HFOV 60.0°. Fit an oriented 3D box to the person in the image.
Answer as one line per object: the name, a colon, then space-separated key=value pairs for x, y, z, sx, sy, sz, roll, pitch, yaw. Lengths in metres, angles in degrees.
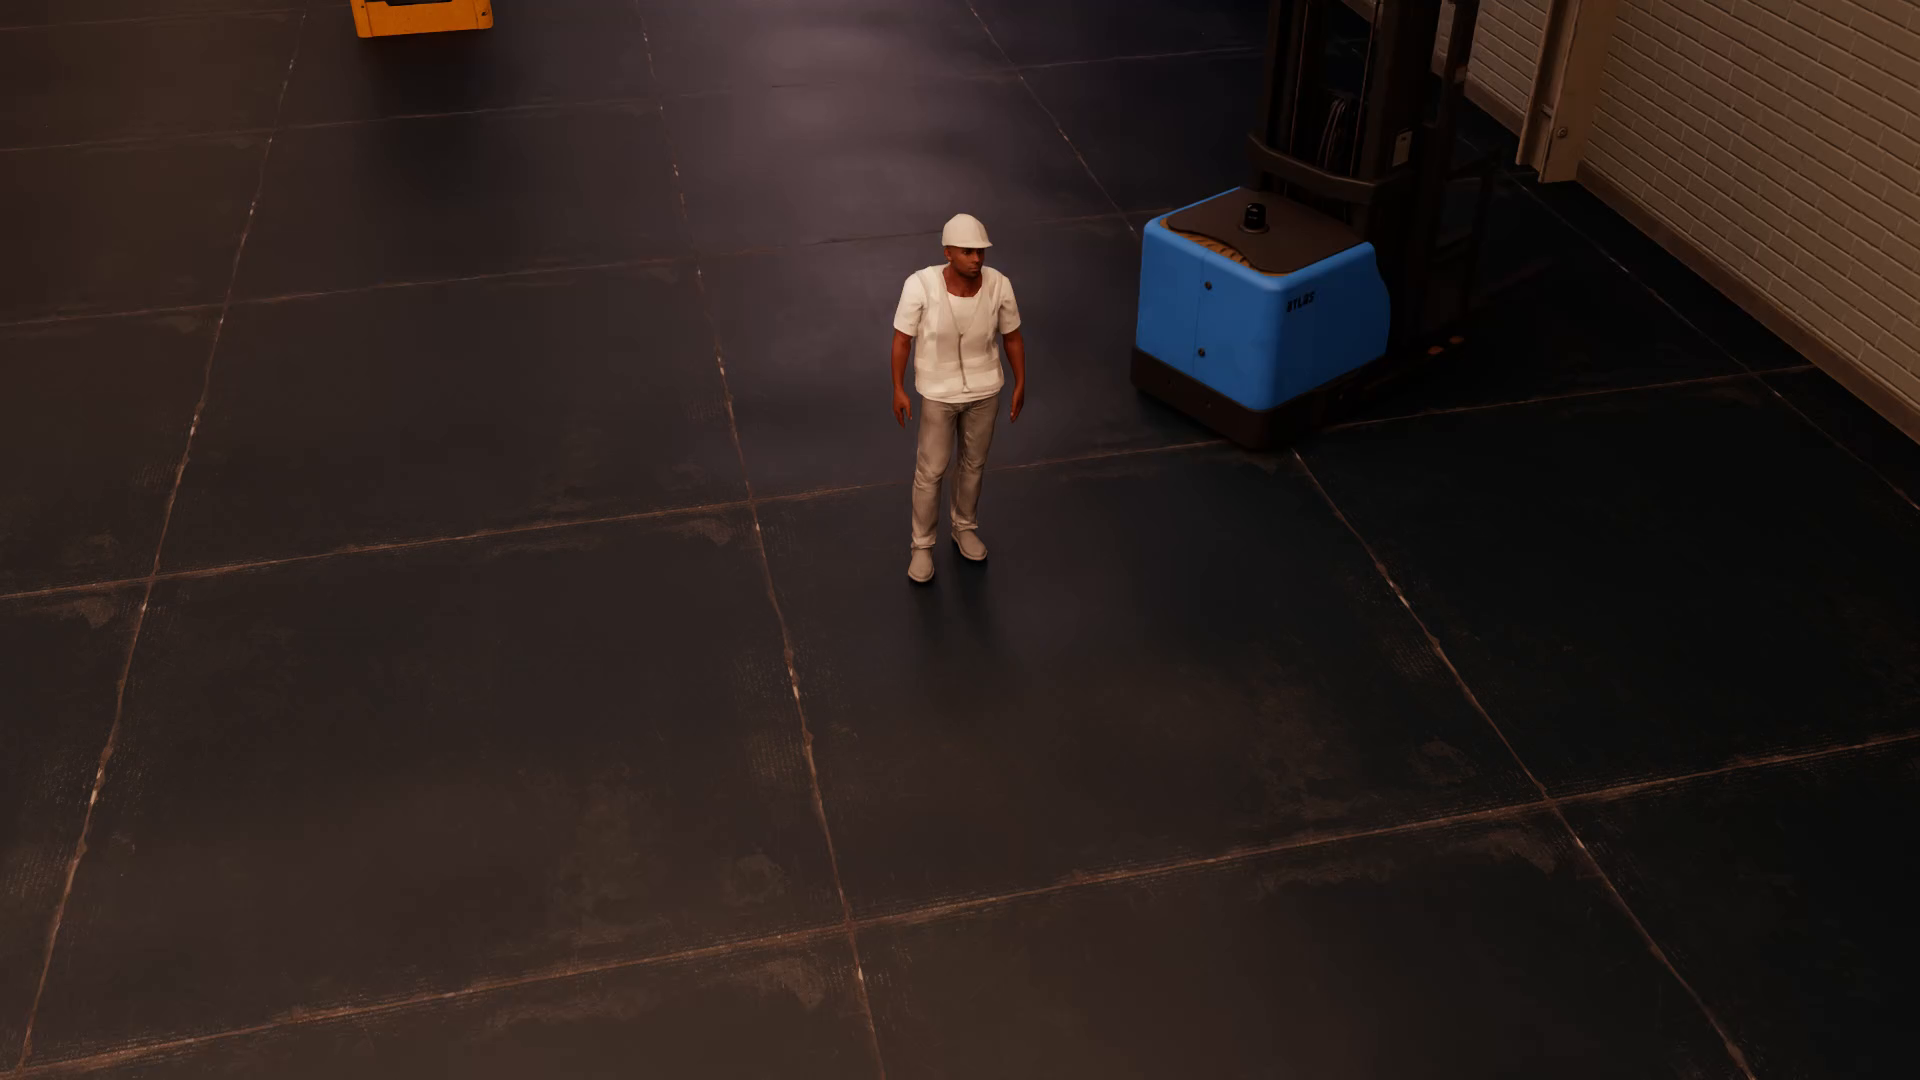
person: x=0.773 y=-0.176 z=7.531 sx=0.908 sy=1.538 sz=0.647 roll=2 pitch=36 yaw=2

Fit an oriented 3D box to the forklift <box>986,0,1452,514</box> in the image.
forklift: x=1.607 y=-1.993 z=8.820 sx=3.031 sy=2.935 sz=1.130 roll=-25 pitch=43 yaw=-31
